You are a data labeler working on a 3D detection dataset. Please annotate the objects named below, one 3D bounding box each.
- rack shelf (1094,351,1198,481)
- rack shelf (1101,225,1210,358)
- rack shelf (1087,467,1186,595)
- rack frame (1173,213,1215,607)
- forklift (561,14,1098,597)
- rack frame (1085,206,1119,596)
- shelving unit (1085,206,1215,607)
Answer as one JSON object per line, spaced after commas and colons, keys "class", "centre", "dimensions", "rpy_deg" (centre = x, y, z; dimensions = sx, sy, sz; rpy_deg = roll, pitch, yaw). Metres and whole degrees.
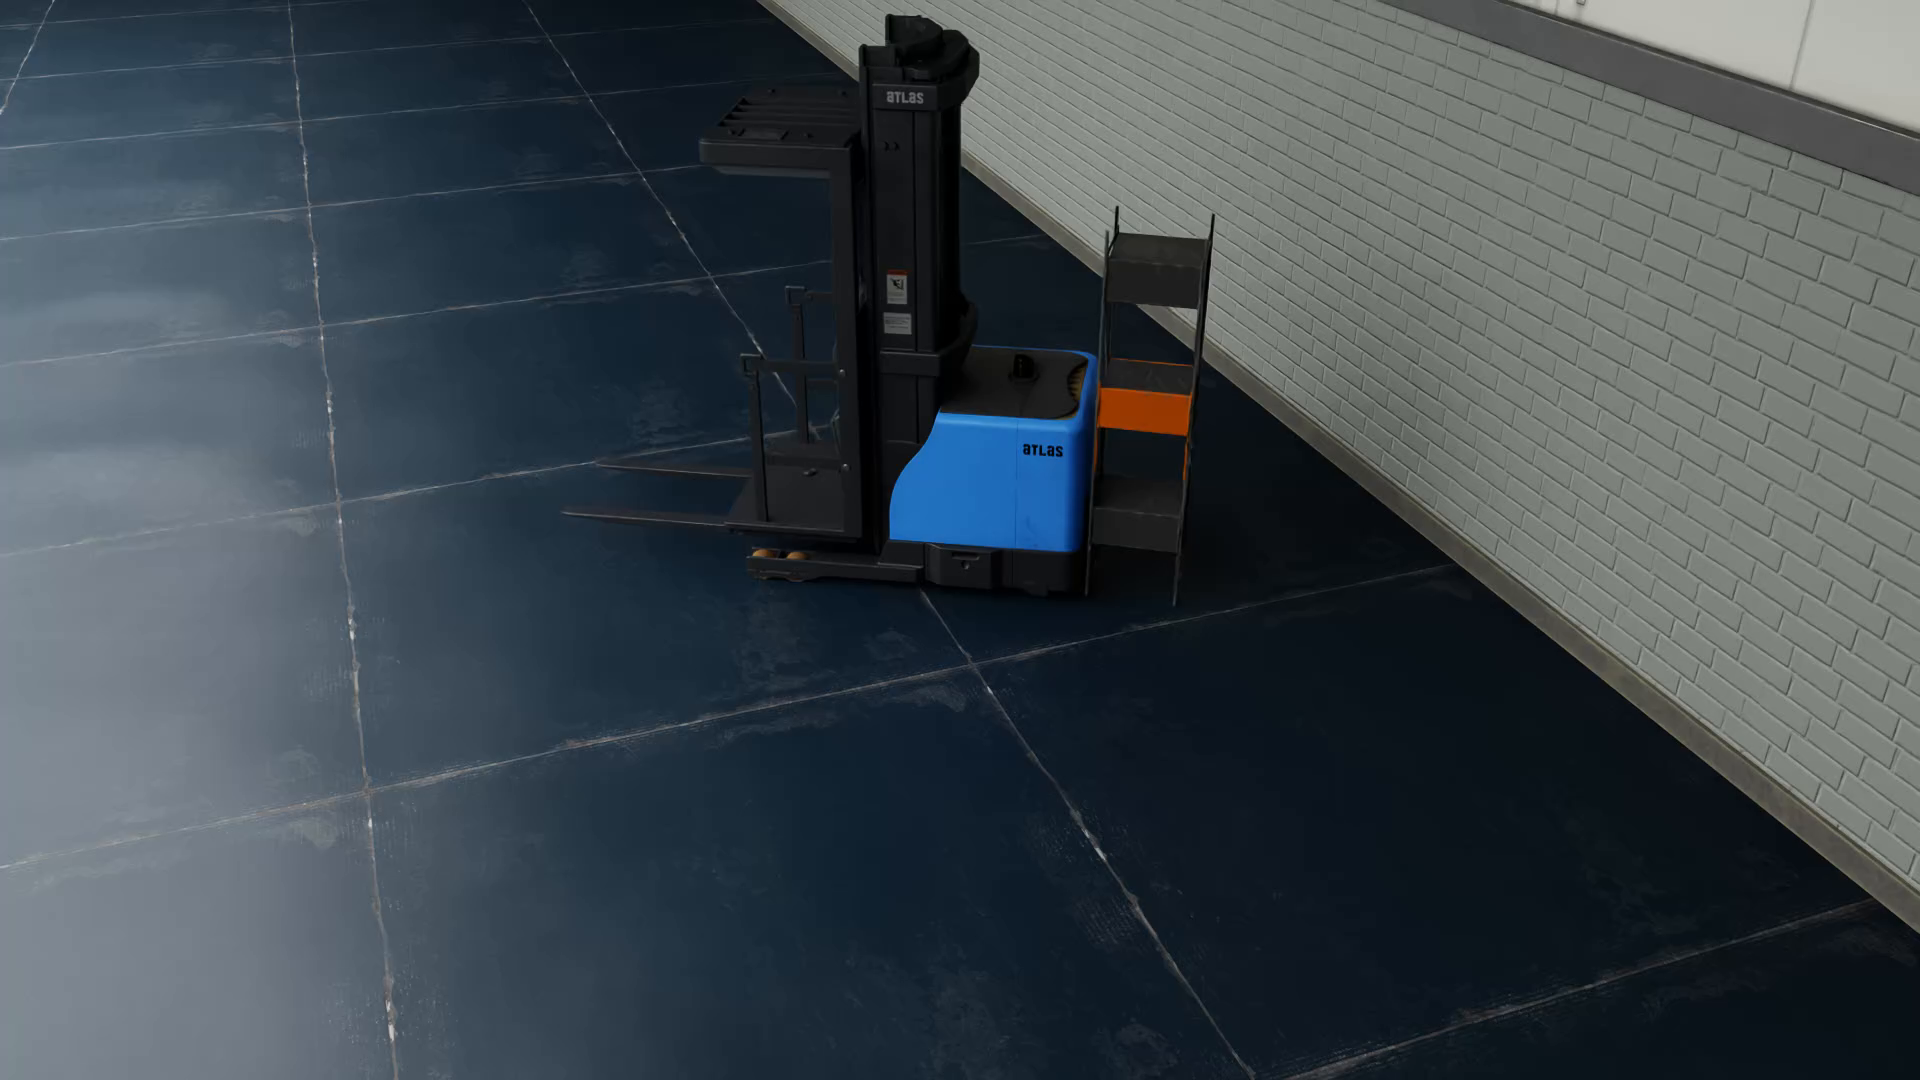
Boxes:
{"class": "rack shelf", "centre": [0.990, -0.660, 8.809], "dimensions": [0.480, 0.518, 0.431], "rpy_deg": [7, 30, 10]}
{"class": "rack shelf", "centre": [0.998, -1.267, 8.460], "dimensions": [0.480, 0.518, 0.431], "rpy_deg": [7, 30, 10]}
{"class": "rack shelf", "centre": [0.981, -0.053, 9.157], "dimensions": [0.480, 0.518, 0.431], "rpy_deg": [7, 30, 10]}
{"class": "rack frame", "centre": [1.228, -0.643, 8.758], "dimensions": [0.015, 2.100, 0.400], "rpy_deg": [7, 30, 10]}
{"class": "forklift", "centre": [-0.756, -1.290, 9.053], "dimensions": [3.031, 2.935, 1.130], "rpy_deg": [4, 30, 7]}
{"class": "rack frame", "centre": [0.751, -0.700, 8.845], "dimensions": [0.015, 2.100, 0.400], "rpy_deg": [7, 30, 10]}
{"class": "shelving unit", "centre": [0.990, -0.672, 8.802], "dimensions": [0.503, 2.100, 0.431], "rpy_deg": [7, 30, 10]}
